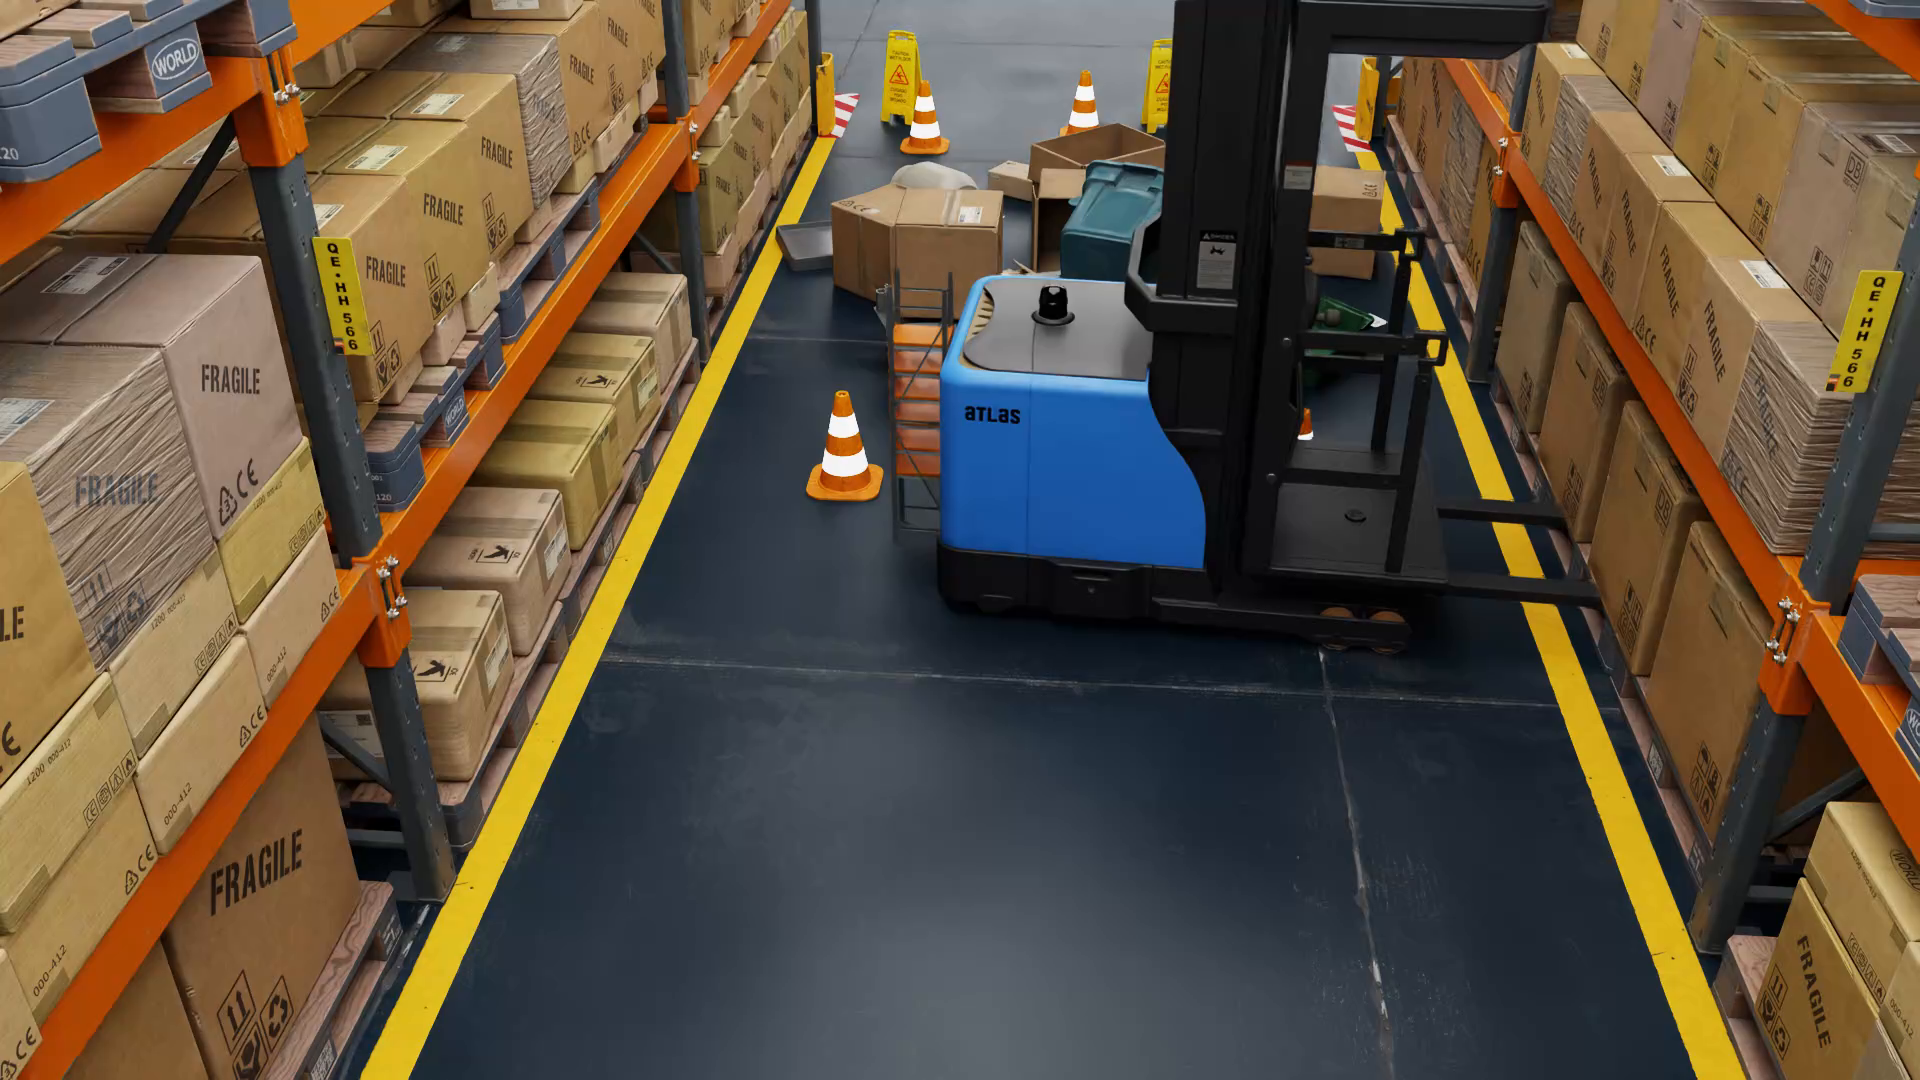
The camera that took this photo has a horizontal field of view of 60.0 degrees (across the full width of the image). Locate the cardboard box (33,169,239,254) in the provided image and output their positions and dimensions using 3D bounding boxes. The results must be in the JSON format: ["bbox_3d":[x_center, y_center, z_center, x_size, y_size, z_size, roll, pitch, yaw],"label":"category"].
[{"bbox_3d":[-2.390,-0.755,4.837,0.500,0.500,0.500,2,32,3],"label":"cardboard box"}]

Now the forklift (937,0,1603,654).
[{"bbox_3d":[1.470,-1.100,6.241,3.031,2.935,1.130,5,32,7],"label":"forklift"}]

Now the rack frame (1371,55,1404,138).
[{"bbox_3d":[3.443,-4.182,11.177,1.000,3.000,0.127,2,32,4],"label":"rack frame"}]

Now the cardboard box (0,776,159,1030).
[{"bbox_3d":[-2.015,0.713,3.378,0.500,0.250,0.500,2,32,3],"label":"cardboard box"}]

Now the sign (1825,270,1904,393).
[{"bbox_3d":[2.238,-0.513,4.121,0.100,0.325,0.005,2,32,4],"label":"sign"}]

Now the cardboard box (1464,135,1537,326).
[{"bbox_3d":[3.239,-1.690,8.759,0.875,0.875,0.875,3,32,5],"label":"cardboard box"}]

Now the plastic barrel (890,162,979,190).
[{"bbox_3d":[-0.158,-2.099,10.252,0.512,0.421,0.421,27,41,37],"label":"plastic barrel"}]

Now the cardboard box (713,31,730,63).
[{"bbox_3d":[-1.464,-2.695,9.004,0.380,0.149,0.250,3,32,5],"label":"cardboard box"}]

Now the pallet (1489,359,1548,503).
[{"bbox_3d":[3.130,-0.496,7.854,1.003,0.211,1.213,2,32,4],"label":"pallet"}]

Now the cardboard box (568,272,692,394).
[{"bbox_3d":[-1.864,-1.035,8.174,0.950,0.372,0.625,3,32,5],"label":"cardboard box"}]

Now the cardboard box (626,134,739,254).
[{"bbox_3d":[-1.507,-1.873,8.936,0.500,0.500,0.500,4,32,6],"label":"cardboard box"}]

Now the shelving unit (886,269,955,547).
[{"bbox_3d":[-0.158,-0.532,6.970,0.258,1.200,0.189,4,32,6],"label":"shelving unit"}]

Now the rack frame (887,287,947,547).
[{"bbox_3d":[-0.170,-0.485,6.893,0.240,1.200,0.006,4,32,6],"label":"rack frame"}]

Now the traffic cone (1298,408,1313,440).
[{"bbox_3d":[1.503,-0.373,7.415,0.336,0.463,0.334,2,32,4],"label":"traffic cone"}]

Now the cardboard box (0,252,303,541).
[{"bbox_3d":[-1.931,-0.344,3.901,0.500,0.500,0.500,2,32,3],"label":"cardboard box"}]

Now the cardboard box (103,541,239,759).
[{"bbox_3d":[-1.974,0.226,3.690,0.500,0.250,0.500,2,32,3],"label":"cardboard box"}]

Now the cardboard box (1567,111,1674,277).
[{"bbox_3d":[2.723,-1.344,6.476,0.500,0.500,0.500,2,32,4],"label":"cardboard box"}]

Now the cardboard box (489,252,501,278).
[{"bbox_3d":[-1.829,-0.951,5.773,0.380,0.149,0.250,4,32,7],"label":"cardboard box"}]

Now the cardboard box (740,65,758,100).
[{"bbox_3d":[-1.378,-2.622,9.533,0.380,0.149,0.250,4,32,7],"label":"cardboard box"}]

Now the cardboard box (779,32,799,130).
[{"bbox_3d":[-1.343,-2.965,10.708,0.500,0.500,0.500,4,32,6],"label":"cardboard box"}]

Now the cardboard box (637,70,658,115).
[{"bbox_3d":[-1.591,-2.040,7.540,0.380,0.149,0.250,3,32,5],"label":"cardboard box"}]

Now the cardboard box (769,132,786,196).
[{"bbox_3d":[-1.383,-2.370,10.457,0.500,0.250,0.500,1,32,2],"label":"cardboard box"}]

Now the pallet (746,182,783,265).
[{"bbox_3d":[-1.708,-2.054,10.382,1.003,0.211,1.213,2,32,4],"label":"pallet"}]

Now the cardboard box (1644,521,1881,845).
[{"bbox_3d":[2.931,0.466,5.379,1.050,0.750,0.750,2,32,3],"label":"cardboard box"}]

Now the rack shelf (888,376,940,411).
[{"bbox_3d":[-0.158,-0.597,6.931,0.258,0.103,0.180,4,32,6],"label":"rack shelf"}]

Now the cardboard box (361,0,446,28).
[{"bbox_3d":[-2.201,-2.070,6.352,0.380,0.149,0.250,4,32,7],"label":"cardboard box"}]

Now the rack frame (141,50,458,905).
[{"bbox_3d":[-2.150,-0.157,4.646,1.000,3.000,0.127,2,32,4],"label":"rack frame"}]

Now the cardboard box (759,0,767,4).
[{"bbox_3d":[-1.350,-3.357,10.078,0.380,0.149,0.250,2,32,3],"label":"cardboard box"}]

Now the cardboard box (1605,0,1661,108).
[{"bbox_3d":[3.043,-2.030,6.636,0.700,0.500,0.500,2,32,3],"label":"cardboard box"}]

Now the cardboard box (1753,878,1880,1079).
[{"bbox_3d":[2.480,1.246,4.352,0.500,0.500,0.500,1,32,2],"label":"cardboard box"}]

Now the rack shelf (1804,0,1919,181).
[{"bbox_3d":[2.955,-2.015,5.487,1.077,0.370,4.000,2,32,4],"label":"rack shelf"}]

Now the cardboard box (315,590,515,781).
[{"bbox_3d":[-2.094,0.488,5.704,0.950,0.372,0.625,0,32,1],"label":"cardboard box"}]

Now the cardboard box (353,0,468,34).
[{"bbox_3d":[-2.242,-1.844,6.604,0.500,0.500,0.500,2,32,4],"label":"cardboard box"}]

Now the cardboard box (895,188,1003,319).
[{"bbox_3d":[-0.048,-1.447,8.399,0.500,0.500,0.500,2,32,4],"label":"cardboard box"}]

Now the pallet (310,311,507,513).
[{"bbox_3d":[-2.198,-0.453,5.308,1.213,0.211,1.003,2,32,4],"label":"pallet"}]

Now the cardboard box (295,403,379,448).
[{"bbox_3d":[-1.938,-0.391,4.865,0.380,0.149,0.250,1,32,1],"label":"cardboard box"}]

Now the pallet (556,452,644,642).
[{"bbox_3d":[-1.983,-0.015,7.073,1.003,0.211,1.213,2,32,4],"label":"pallet"}]

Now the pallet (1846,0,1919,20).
[{"bbox_3d":[2.791,-1.534,4.201,1.213,0.211,1.003,4,32,6],"label":"pallet"}]

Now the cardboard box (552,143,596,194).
[{"bbox_3d":[-1.688,-1.507,6.675,0.380,0.149,0.250,2,32,4],"label":"cardboard box"}]

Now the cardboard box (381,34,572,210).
[{"bbox_3d":[-1.762,-1.543,6.115,0.500,0.500,0.500,1,32,2],"label":"cardboard box"}]

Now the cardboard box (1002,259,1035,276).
[{"bbox_3d":[0.381,-1.419,9.300,0.258,0.266,0.396,-20,37,-29],"label":"cardboard box"}]

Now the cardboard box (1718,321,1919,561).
[{"bbox_3d":[2.561,-0.288,4.763,0.500,0.500,0.500,2,32,4],"label":"cardboard box"}]

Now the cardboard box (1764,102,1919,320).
[{"bbox_3d":[2.878,-0.966,4.910,0.700,0.500,0.500,2,32,3],"label":"cardboard box"}]

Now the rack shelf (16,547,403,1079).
[{"bbox_3d":[-2.313,1.195,3.138,1.077,0.370,4.000,2,32,4],"label":"rack shelf"}]

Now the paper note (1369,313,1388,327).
[{"bbox_3d":[2.270,-1.217,9.195,0.147,0.020,0.142,-20,37,-29],"label":"paper note"}]
